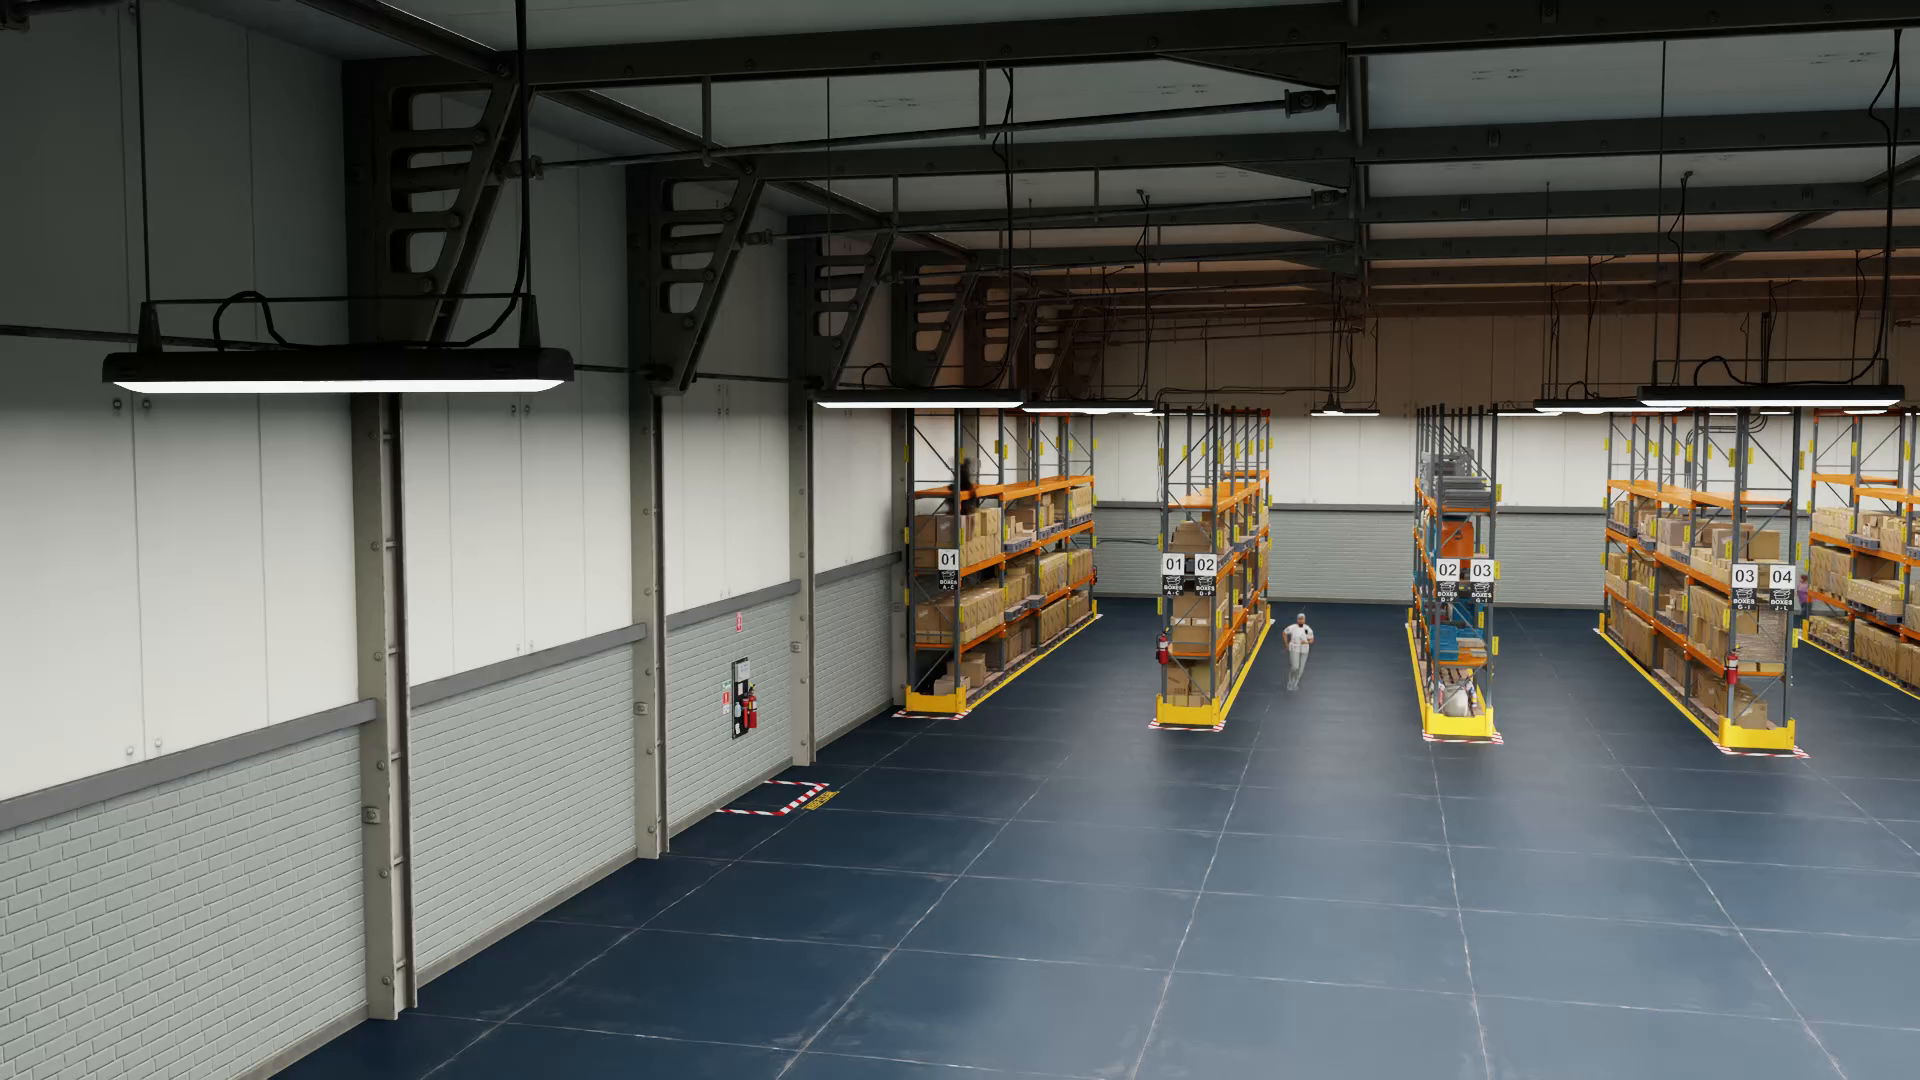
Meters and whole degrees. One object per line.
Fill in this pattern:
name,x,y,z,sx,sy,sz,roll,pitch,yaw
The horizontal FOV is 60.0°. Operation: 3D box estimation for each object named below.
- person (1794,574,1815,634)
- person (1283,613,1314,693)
person,22.585,1.688,44.383,0.893,1.585,0.484,-2,4,-21
person,7.114,2.365,34.866,0.583,1.661,0.631,0,4,-5
